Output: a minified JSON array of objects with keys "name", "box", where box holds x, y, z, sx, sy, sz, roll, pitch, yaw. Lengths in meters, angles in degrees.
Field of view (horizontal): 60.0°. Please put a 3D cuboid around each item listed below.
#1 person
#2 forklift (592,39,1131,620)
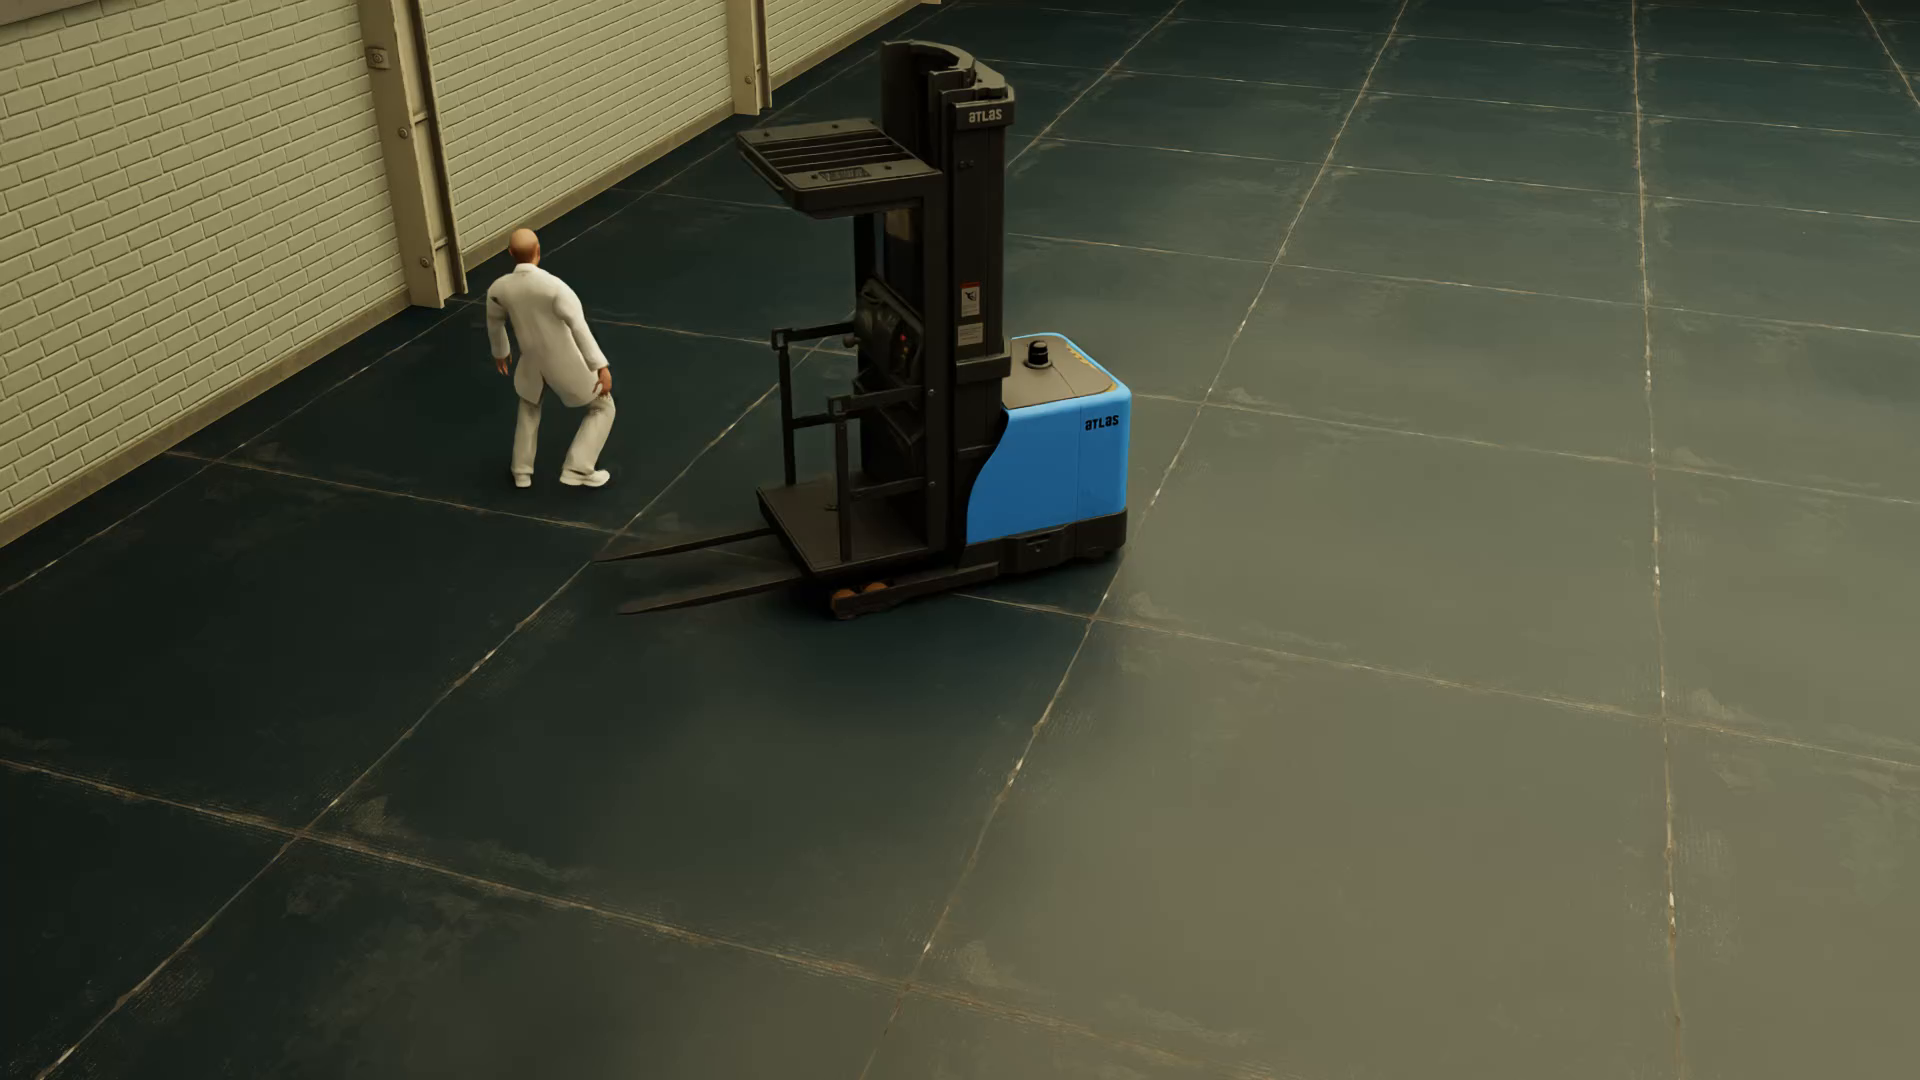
[{"name":"person","box":[-2.535,-1.112,10.360,0.942,1.684,0.572,12,32,21]},{"name":"forklift","box":[-0.578,-1.125,9.111,3.031,2.935,1.130,-12,32,-20]}]
